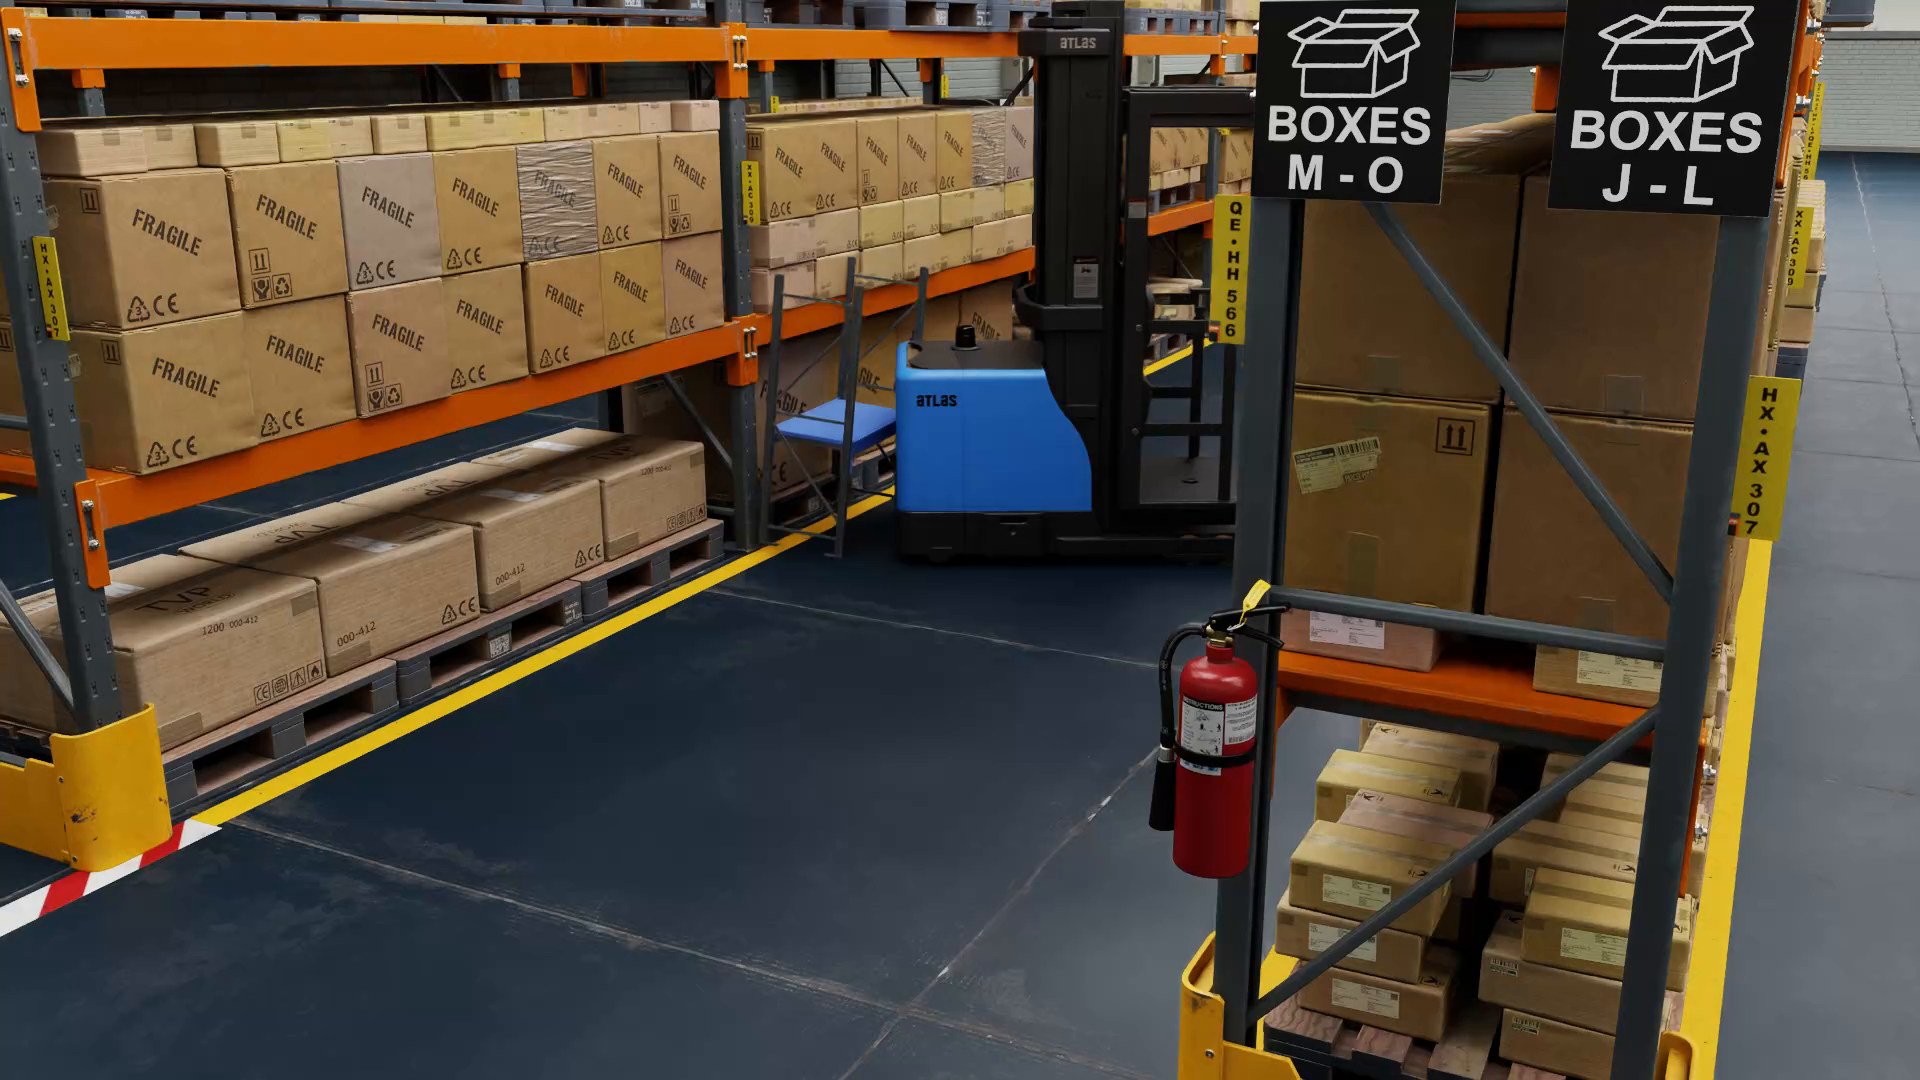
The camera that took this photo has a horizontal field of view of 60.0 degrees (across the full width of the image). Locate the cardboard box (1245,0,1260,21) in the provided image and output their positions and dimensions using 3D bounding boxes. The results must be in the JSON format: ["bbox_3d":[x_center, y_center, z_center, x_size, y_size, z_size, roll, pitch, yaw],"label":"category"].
[{"bbox_3d":[2.644,-5.192,16.210,0.500,0.250,0.500,8,18,25],"label":"cardboard box"}]

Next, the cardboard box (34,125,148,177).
[{"bbox_3d":[-2.975,-1.311,5.597,0.380,0.149,0.250,9,19,27],"label":"cardboard box"}]

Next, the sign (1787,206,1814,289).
[{"bbox_3d":[3.368,-1.180,6.708,0.100,0.325,0.005,8,18,25],"label":"sign"}]

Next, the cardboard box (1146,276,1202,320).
[{"bbox_3d":[1.748,-2.281,15.815,0.950,0.372,0.625,8,18,26],"label":"cardboard box"}]

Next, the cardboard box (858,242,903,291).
[{"bbox_3d":[-0.688,-1.703,10.254,0.500,0.250,0.500,8,18,25],"label":"cardboard box"}]

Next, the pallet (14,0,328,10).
[{"bbox_3d":[-3.059,-2.003,5.887,1.003,0.211,1.213,8,18,25],"label":"pallet"}]

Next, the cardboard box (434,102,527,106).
[{"bbox_3d":[-2.310,-2.033,8.032,0.380,0.149,0.250,8,18,25],"label":"cardboard box"}]

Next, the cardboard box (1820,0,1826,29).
[{"bbox_3d":[4.427,-3.030,9.013,0.500,0.500,0.500,8,18,25],"label":"cardboard box"}]

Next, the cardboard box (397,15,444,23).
[{"bbox_3d":[-4.485,-4.162,13.263,0.500,0.250,0.500,8,18,26],"label":"cardboard box"}]

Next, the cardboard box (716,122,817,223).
[{"bbox_3d":[-1.140,-2.039,9.189,0.500,0.500,0.500,8,18,26],"label":"cardboard box"}]

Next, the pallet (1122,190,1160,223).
[{"bbox_3d":[1.041,-2.872,14.264,1.003,0.211,1.213,8,18,25],"label":"pallet"}]

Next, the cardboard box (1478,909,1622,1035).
[{"bbox_3d":[1.556,1.109,4.270,0.380,0.149,0.250,9,19,28],"label":"cardboard box"}]

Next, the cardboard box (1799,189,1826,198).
[{"bbox_3d":[4.511,-1.835,9.093,0.380,0.149,0.250,9,19,27],"label":"cardboard box"}]

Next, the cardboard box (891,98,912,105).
[{"bbox_3d":[-0.821,-5.370,20.498,0.380,0.149,0.250,9,19,27],"label":"cardboard box"}]

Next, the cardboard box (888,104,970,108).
[{"bbox_3d":[-0.246,-2.888,12.046,0.500,0.500,0.500,7,18,24],"label":"cardboard box"}]

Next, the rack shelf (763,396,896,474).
[{"bbox_3d":[-0.669,-0.611,9.517,0.538,0.185,1.000,11,18,16],"label":"rack shelf"}]

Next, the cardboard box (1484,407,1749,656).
[{"bbox_3d":[1.540,-0.083,3.837,0.500,0.500,0.500,9,19,28],"label":"cardboard box"}]

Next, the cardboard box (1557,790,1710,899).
[{"bbox_3d":[1.873,0.843,4.641,0.380,0.149,0.250,8,18,25],"label":"cardboard box"}]

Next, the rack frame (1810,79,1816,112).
[{"bbox_3d":[8.241,-3.889,17.348,1.000,3.000,0.127,8,18,25],"label":"rack frame"}]

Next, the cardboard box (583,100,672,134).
[{"bbox_3d":[-1.662,-2.102,8.262,0.380,0.149,0.250,9,19,27],"label":"cardboard box"}]

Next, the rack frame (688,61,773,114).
[{"bbox_3d":[-2.462,-4.104,18.075,1.000,3.000,0.127,8,18,25],"label":"rack frame"}]

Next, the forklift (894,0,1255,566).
[{"bbox_3d":[1.146,-1.415,9.140,3.031,2.935,1.130,0,17,-2],"label":"forklift"}]

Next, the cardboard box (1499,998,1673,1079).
[{"bbox_3d":[1.613,1.259,4.285,0.380,0.149,0.250,9,19,26],"label":"cardboard box"}]

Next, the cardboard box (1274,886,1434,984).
[{"bbox_3d":[1.073,1.039,4.506,0.380,0.149,0.250,8,18,24],"label":"cardboard box"}]

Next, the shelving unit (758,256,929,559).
[{"bbox_3d":[-0.652,-0.783,9.465,0.538,1.500,1.048,11,18,16],"label":"shelving unit"}]

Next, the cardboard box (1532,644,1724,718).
[{"bbox_3d":[1.530,0.266,3.800,0.380,0.149,0.250,8,18,25],"label":"cardboard box"}]

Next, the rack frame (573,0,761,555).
[{"bbox_3d":[-1.594,-1.436,9.091,1.000,3.000,0.127,8,18,25],"label":"rack frame"}]

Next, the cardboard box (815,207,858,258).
[{"bbox_3d":[-0.937,-1.816,9.757,0.500,0.250,0.500,8,19,26],"label":"cardboard box"}]

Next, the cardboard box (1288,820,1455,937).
[{"bbox_3d":[1.102,0.900,4.451,0.380,0.149,0.250,8,18,26],"label":"cardboard box"}]

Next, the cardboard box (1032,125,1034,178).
[{"bbox_3d":[0.601,-2.932,12.692,0.500,0.500,0.500,8,18,24],"label":"cardboard box"}]

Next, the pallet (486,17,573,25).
[{"bbox_3d":[-4.026,-4.617,14.864,1.213,0.211,1.003,9,19,28],"label":"pallet"}]

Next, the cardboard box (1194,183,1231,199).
[{"bbox_3d":[2.408,-3.393,16.120,0.380,0.149,0.250,8,18,25],"label":"cardboard box"}]

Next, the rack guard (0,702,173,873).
[{"bbox_3d":[-3.392,0.787,5.996,1.175,0.500,0.348,8,18,25],"label":"rack guard"}]

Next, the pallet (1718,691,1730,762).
[{"bbox_3d":[2.611,0.680,6.863,1.003,0.211,1.213,8,18,25],"label":"pallet"}]

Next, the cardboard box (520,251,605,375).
[{"bbox_3d":[-2.009,-1.072,7.688,0.500,0.500,0.500,8,18,25],"label":"cardboard box"}]

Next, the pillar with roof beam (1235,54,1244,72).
[{"bbox_3d":[10.103,-11.974,34.032,9.100,9.000,0.400,8,18,25],"label":"pillar with roof beam"}]

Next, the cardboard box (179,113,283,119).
[{"bbox_3d":[-2.939,-1.633,6.683,0.380,0.149,0.250,8,18,25],"label":"cardboard box"}]

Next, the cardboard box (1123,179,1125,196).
[{"bbox_3d":[1.270,-3.000,14.062,0.380,0.149,0.250,9,19,27],"label":"cardboard box"}]

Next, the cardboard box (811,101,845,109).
[{"bbox_3d":[-1.549,-4.987,19.211,0.380,0.149,0.250,8,18,25],"label":"cardboard box"}]

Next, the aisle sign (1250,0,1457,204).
[{"bbox_3d":[0.791,-1.079,3.323,0.394,0.787,0.004,8,18,25],"label":"aisle sign"}]

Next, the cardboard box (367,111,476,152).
[{"bbox_3d":[-2.245,-1.700,6.909,0.380,0.149,0.250,8,18,24],"label":"cardboard box"}]

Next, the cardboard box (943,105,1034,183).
[{"bbox_3d":[0.196,-2.817,11.809,0.500,0.500,0.500,8,18,24],"label":"cardboard box"}]

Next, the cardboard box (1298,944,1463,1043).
[{"bbox_3d":[1.141,1.192,4.514,0.380,0.149,0.250,8,19,26],"label":"cardboard box"}]

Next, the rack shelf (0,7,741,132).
[{"bbox_3d":[-2.488,-2.020,7.051,1.077,0.370,4.000,8,18,25],"label":"rack shelf"}]

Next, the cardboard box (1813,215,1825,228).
[{"bbox_3d":[3.817,-1.440,7.763,0.380,0.149,0.250,8,18,25],"label":"cardboard box"}]

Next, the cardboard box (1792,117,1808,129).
[{"bbox_3d":[2.911,-1.348,6.339,0.500,0.500,0.500,7,18,23],"label":"cardboard box"}]

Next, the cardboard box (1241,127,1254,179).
[{"bbox_3d":[2.630,-3.872,16.593,0.500,0.500,0.500,8,18,25],"label":"cardboard box"}]

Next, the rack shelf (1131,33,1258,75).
[{"bbox_3d":[2.874,-5.076,17.342,1.077,0.370,4.000,8,18,25],"label":"rack shelf"}]

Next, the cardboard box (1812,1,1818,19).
[{"bbox_3d":[2.668,-1.913,5.692,0.500,0.250,0.500,8,18,25],"label":"cardboard box"}]

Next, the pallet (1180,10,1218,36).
[{"bbox_3d":[1.609,-4.678,15.067,1.213,0.211,1.003,8,18,25],"label":"pallet"}]

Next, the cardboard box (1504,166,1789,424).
[{"bbox_3d":[1.530,-0.564,3.699,0.500,0.500,0.500,8,18,25],"label":"cardboard box"}]

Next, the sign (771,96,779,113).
[{"bbox_3d":[-1.972,-4.555,17.697,0.100,0.325,0.005,8,18,25],"label":"sign"}]

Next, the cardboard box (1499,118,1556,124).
[{"bbox_3d":[2.242,-1.284,6.125,0.500,0.500,0.500,7,18,24],"label":"cardboard box"}]

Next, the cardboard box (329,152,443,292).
[{"bbox_3d":[-2.465,-1.295,6.684,0.500,0.500,0.500,8,18,25],"label":"cardboard box"}]

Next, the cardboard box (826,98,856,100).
[{"bbox_3d":[-1.487,-5.303,20.274,0.380,0.149,0.250,9,19,27],"label":"cardboard box"}]

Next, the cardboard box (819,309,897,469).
[{"bbox_3d":[-0.992,-1.018,10.678,0.875,0.875,0.875,9,19,27],"label":"cardboard box"}]
